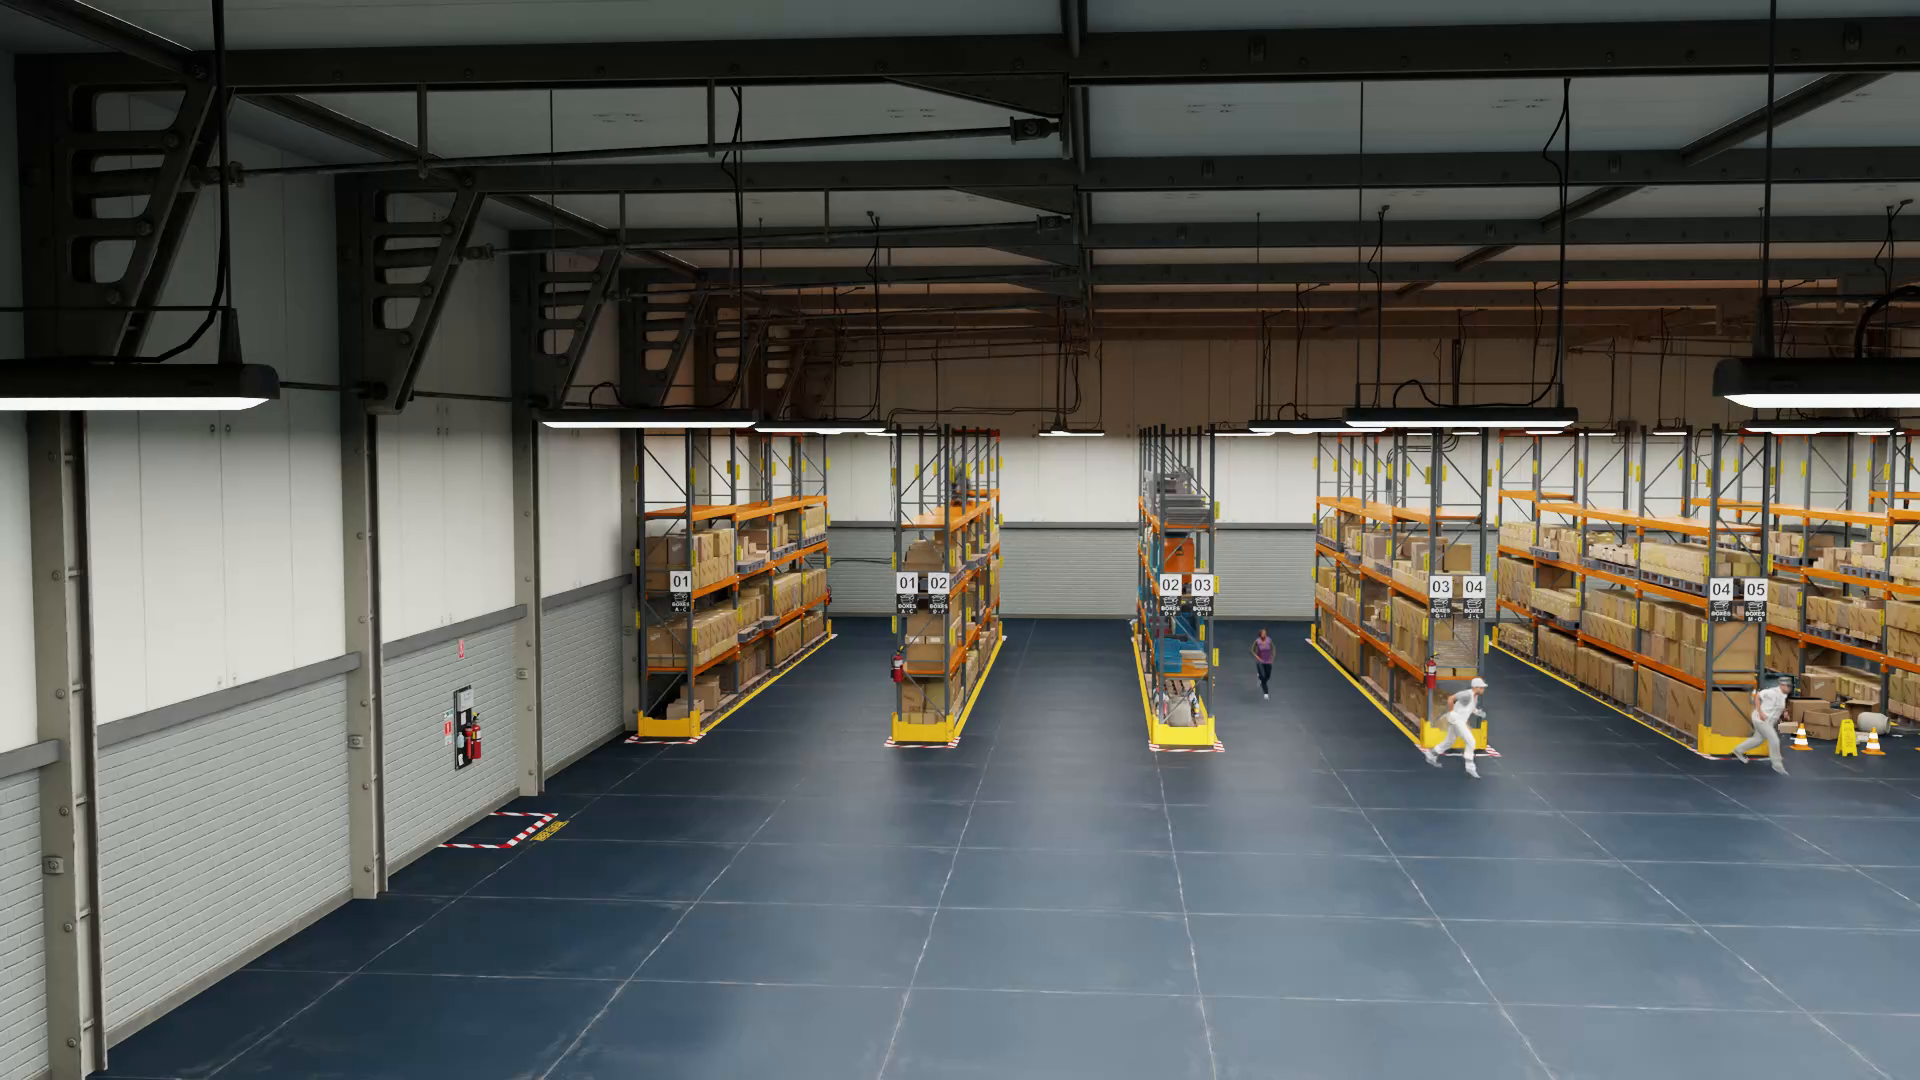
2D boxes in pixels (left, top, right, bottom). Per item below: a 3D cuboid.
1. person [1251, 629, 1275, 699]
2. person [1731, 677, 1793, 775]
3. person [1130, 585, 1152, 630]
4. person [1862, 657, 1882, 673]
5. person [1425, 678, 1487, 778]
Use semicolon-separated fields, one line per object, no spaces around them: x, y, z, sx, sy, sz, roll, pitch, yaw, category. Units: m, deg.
6.706;2.724;36.870;0.567;1.562;0.661;0;3;-5;person
13.813;3.173;28.678;0.705;1.717;1.029;-3;4;-37;person
5.289;2.048;48.203;0.666;1.534;0.529;1;4;12;person
22.140;2.429;40.356;0.619;1.718;0.856;0;3;0;person
8.432;3.180;28.307;1.052;1.731;0.697;2;4;35;person
